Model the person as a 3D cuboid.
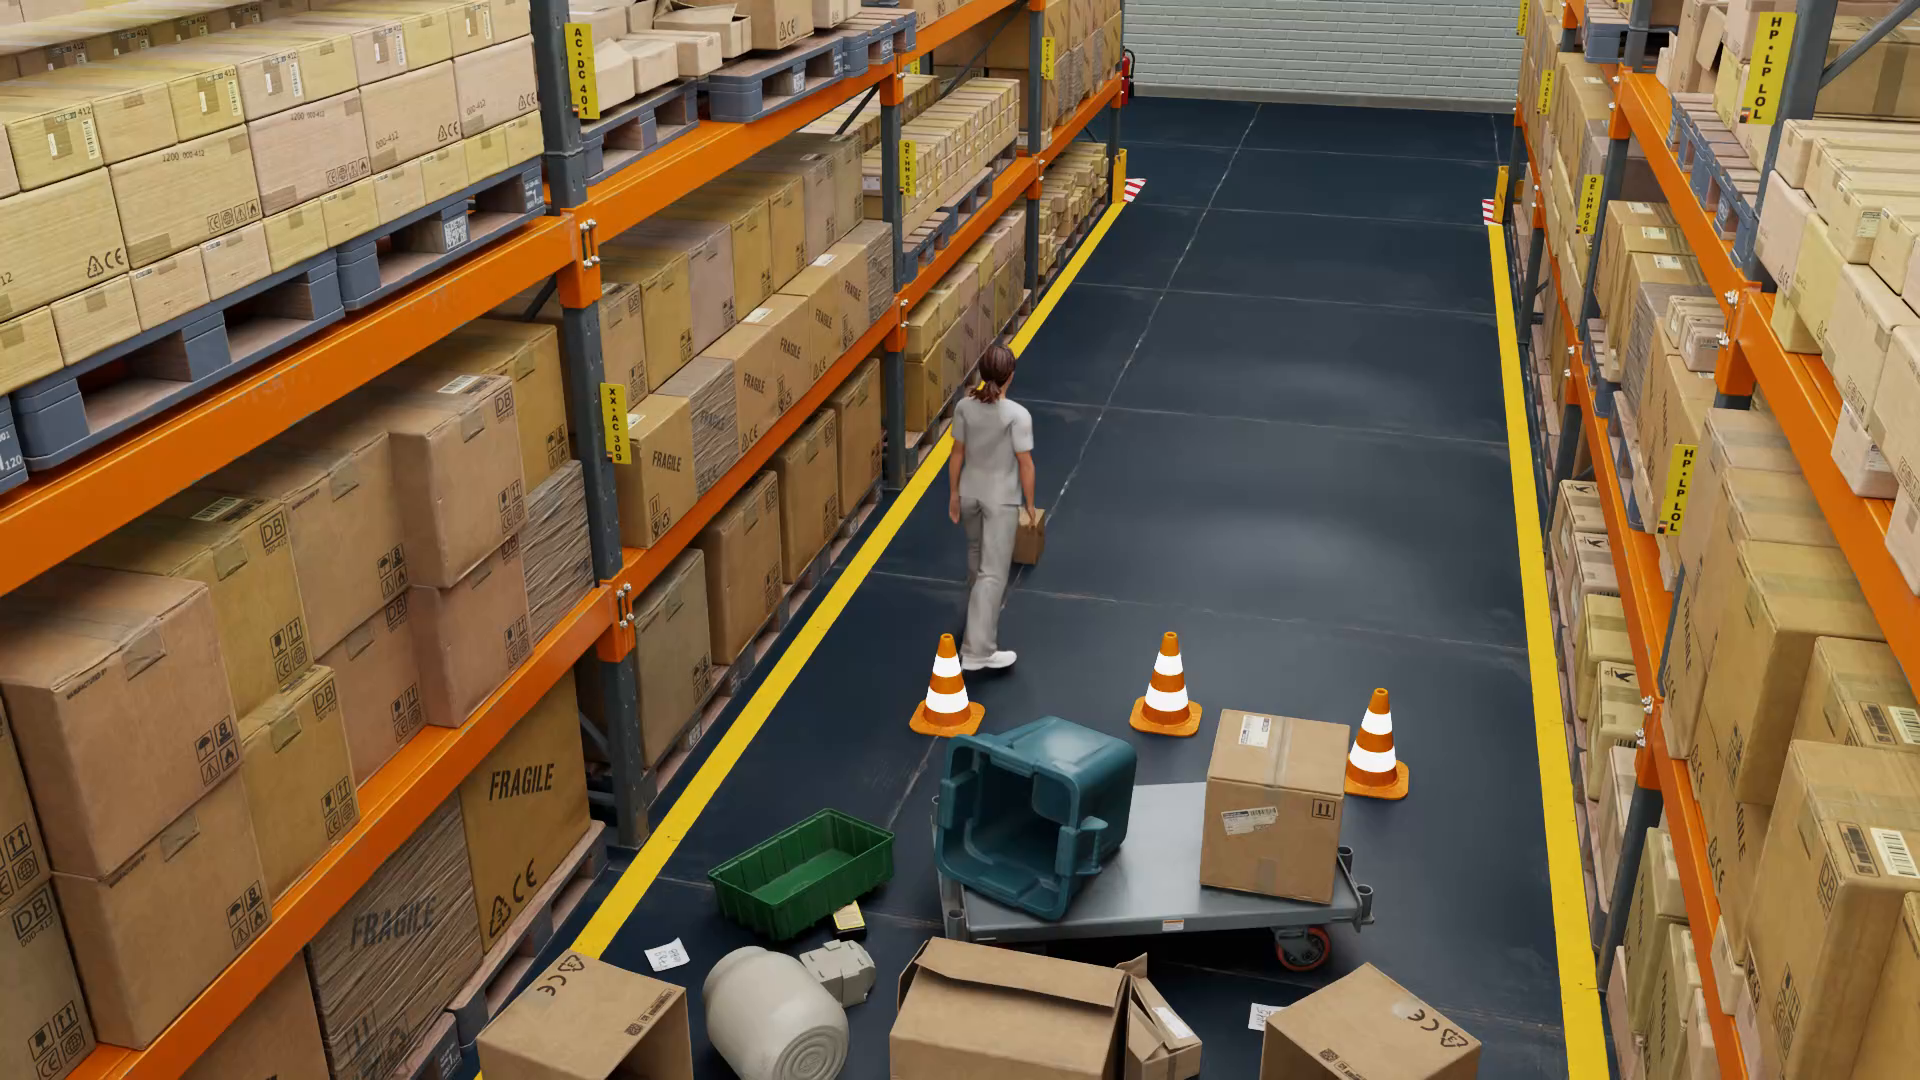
[{"bbox_3d":[0.165,-0.223,8.582,0.569,1.627,0.886,16,30,29],"label":"person"}]
